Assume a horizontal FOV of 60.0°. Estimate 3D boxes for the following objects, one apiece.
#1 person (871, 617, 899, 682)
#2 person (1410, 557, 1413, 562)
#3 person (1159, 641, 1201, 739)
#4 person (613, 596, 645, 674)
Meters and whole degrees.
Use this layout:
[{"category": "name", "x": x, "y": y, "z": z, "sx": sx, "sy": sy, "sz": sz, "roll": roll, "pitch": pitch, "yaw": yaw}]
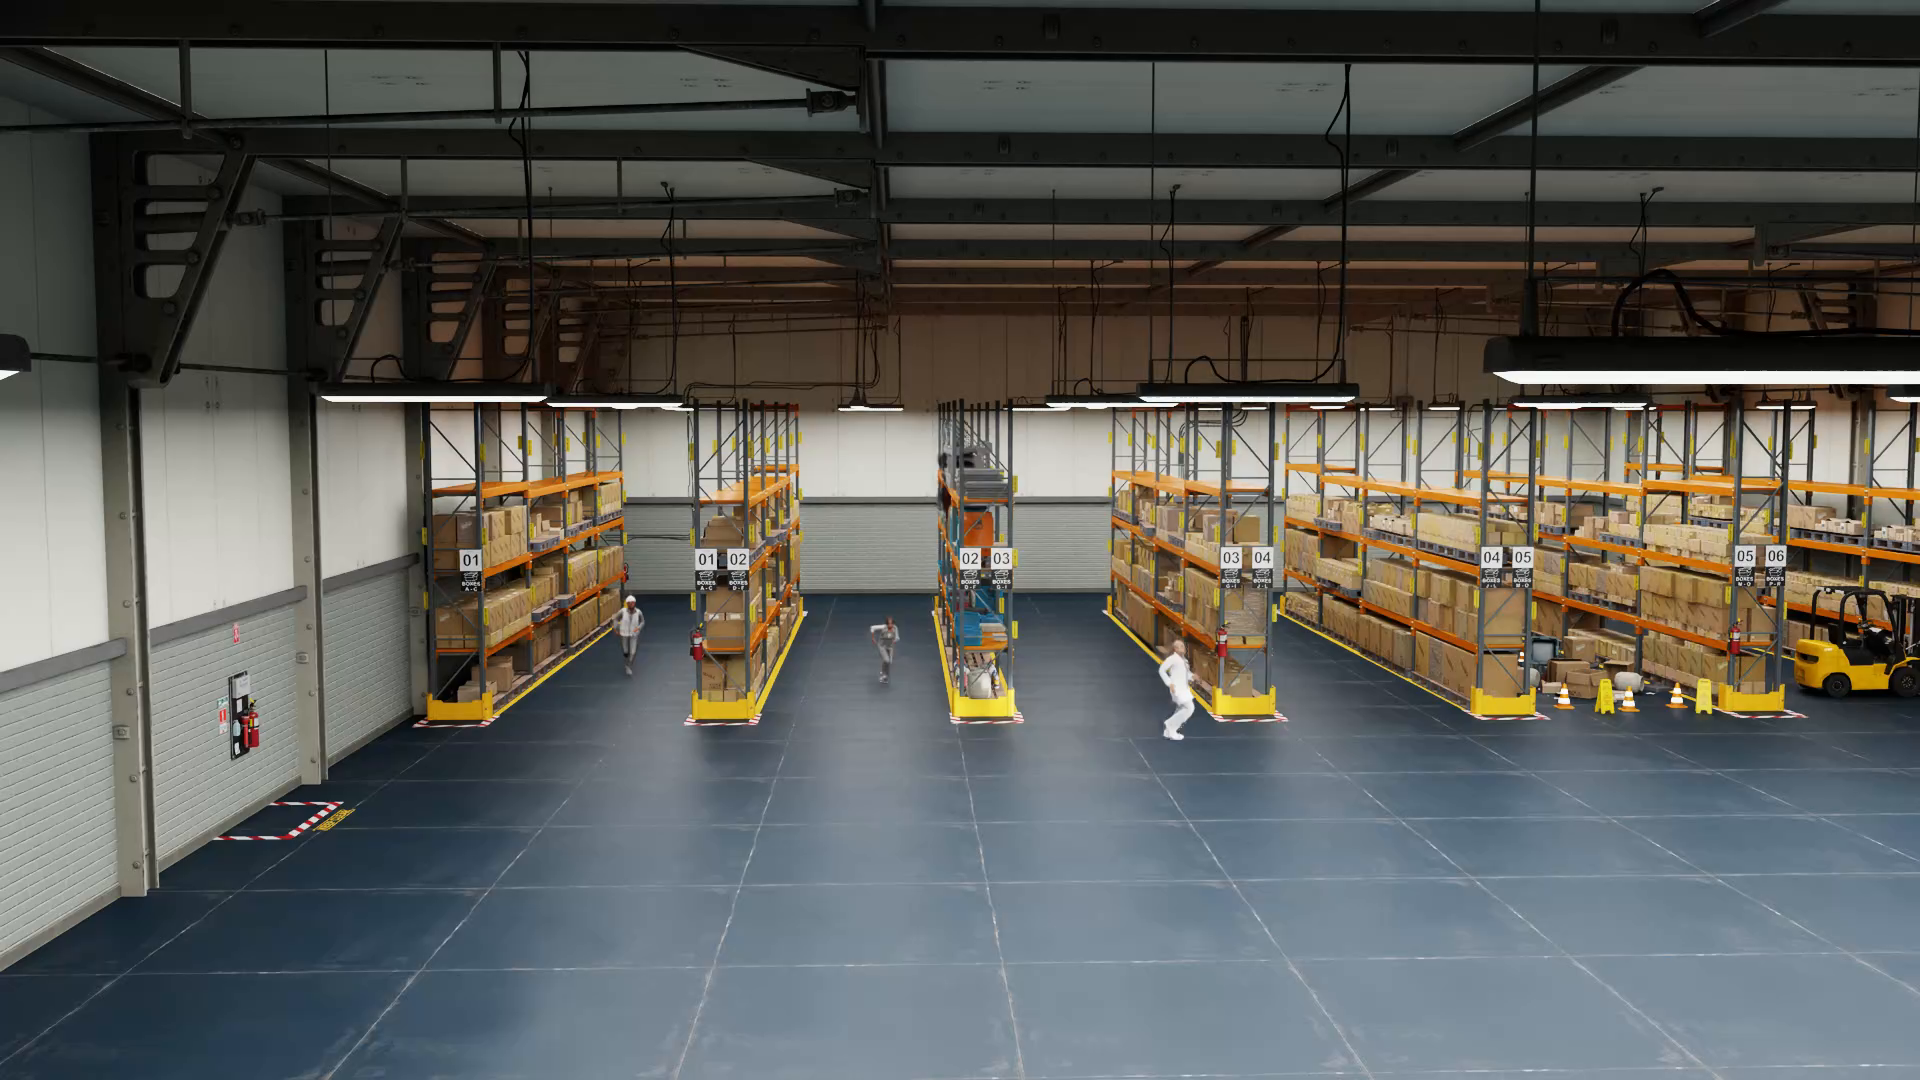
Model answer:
[{"category": "person", "x": -1.591, "y": 2.320, "z": 35.190, "sx": 0.568, "sy": 1.435, "sz": 0.866, "roll": -2, "pitch": 5, "yaw": -20}, {"category": "person", "x": 13.358, "y": 1.167, "z": 49.154, "sx": 0.545, "sy": 1.651, "sz": 0.609, "roll": -1, "pitch": 4, "yaw": -14}, {"category": "person", "x": 3.877, "y": 2.632, "z": 29.107, "sx": 0.677, "sy": 1.742, "sz": 0.697, "roll": 2, "pitch": 5, "yaw": 28}, {"category": "person", "x": -7.298, "y": 2.095, "z": 36.694, "sx": 0.693, "sy": 1.730, "sz": 0.682, "roll": -1, "pitch": 4, "yaw": -13}]
